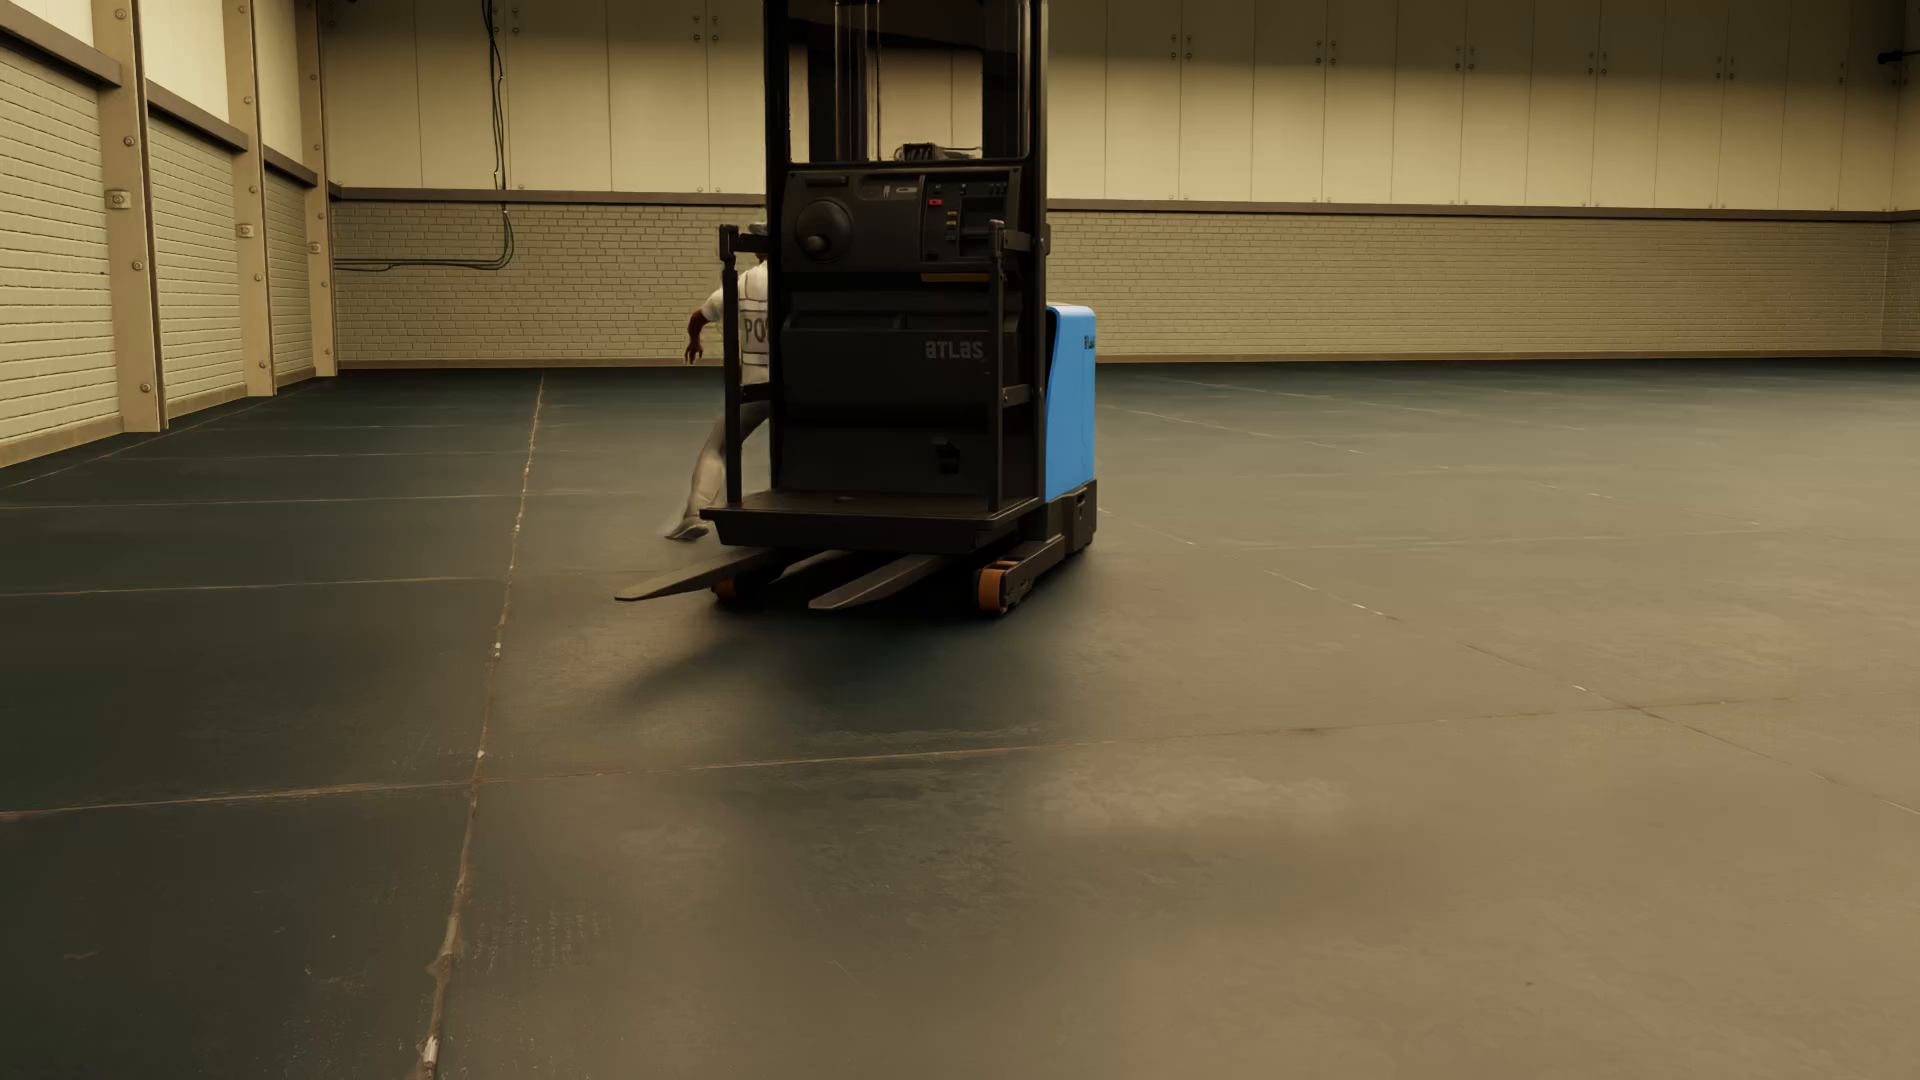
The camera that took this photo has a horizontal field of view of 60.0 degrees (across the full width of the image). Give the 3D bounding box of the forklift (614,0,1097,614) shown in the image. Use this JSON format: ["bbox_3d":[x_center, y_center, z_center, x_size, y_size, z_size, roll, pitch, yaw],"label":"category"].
[{"bbox_3d":[-0.281,-1.249,6.059,1.130,2.935,3.031,2,8,16],"label":"forklift"}]

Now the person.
[{"bbox_3d":[-0.890,-0.764,8.007,0.983,1.515,0.937,0,8,0],"label":"person"}]
